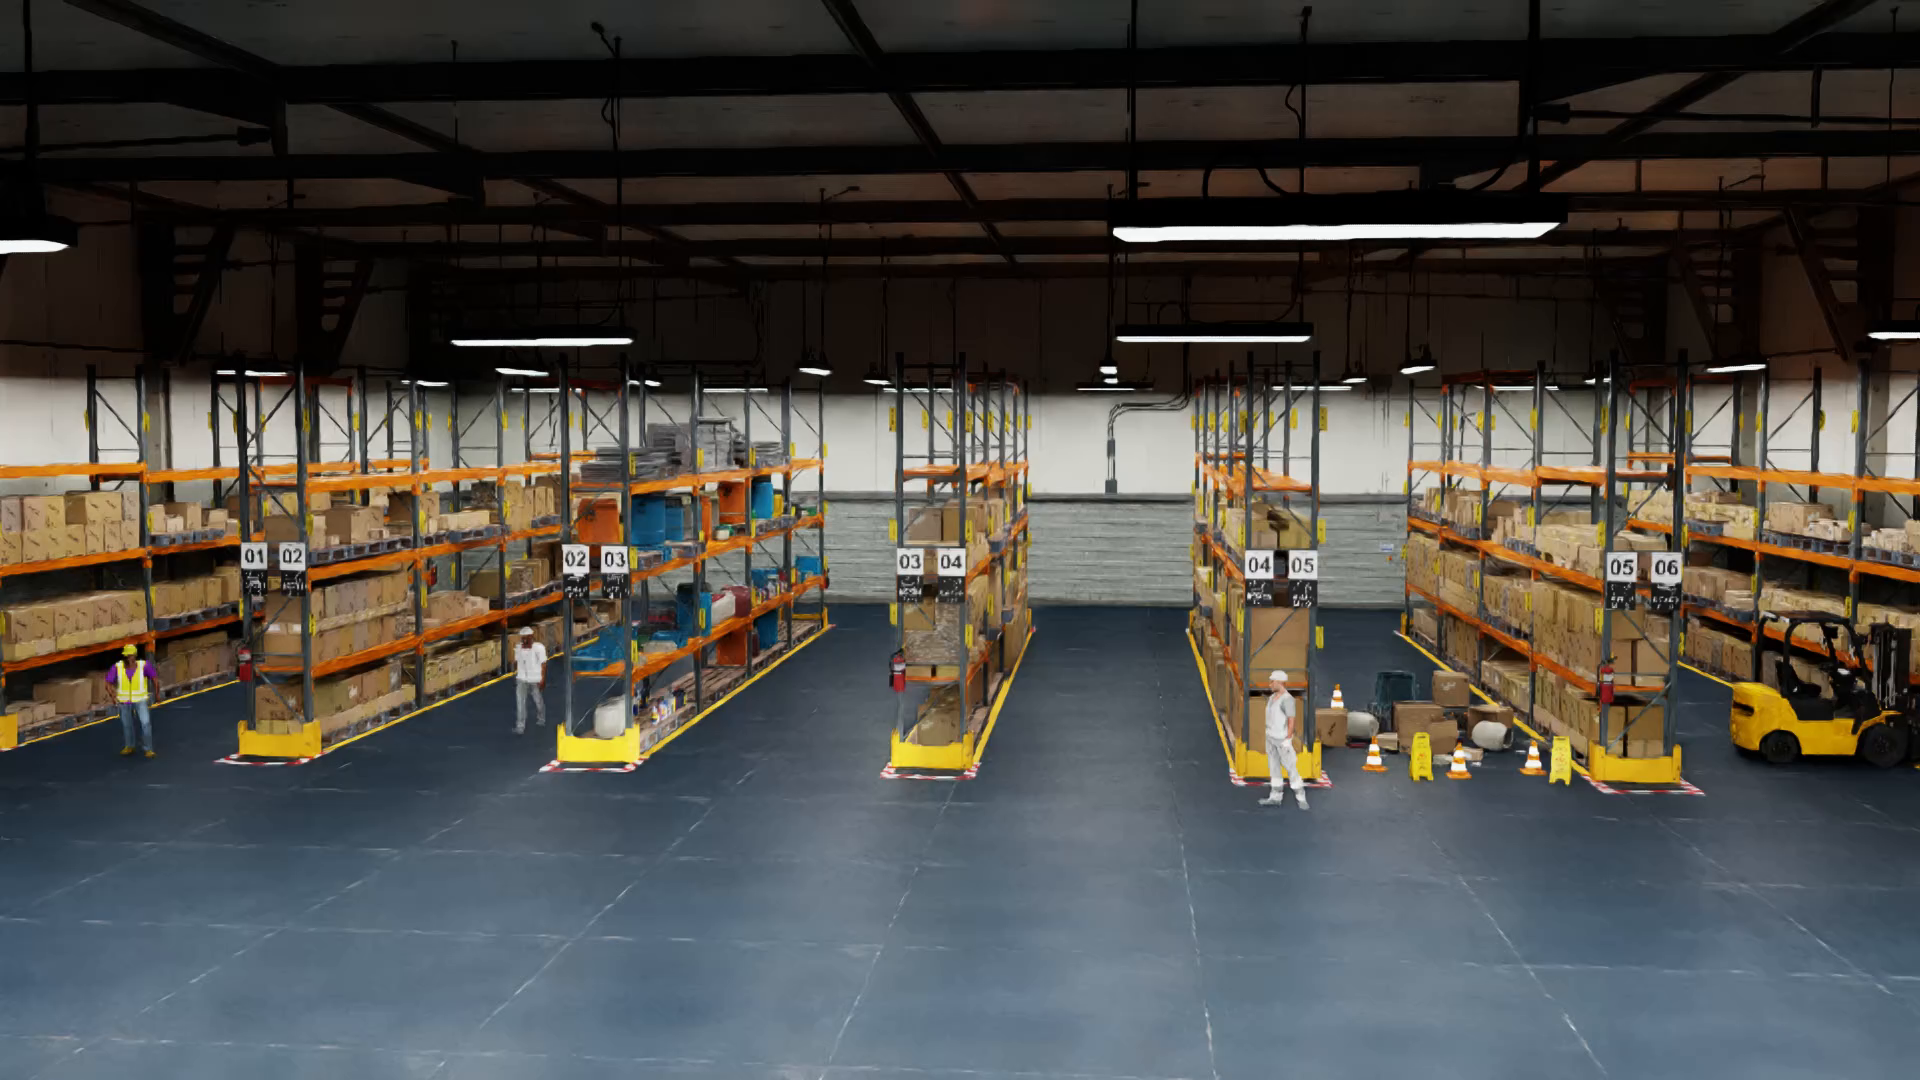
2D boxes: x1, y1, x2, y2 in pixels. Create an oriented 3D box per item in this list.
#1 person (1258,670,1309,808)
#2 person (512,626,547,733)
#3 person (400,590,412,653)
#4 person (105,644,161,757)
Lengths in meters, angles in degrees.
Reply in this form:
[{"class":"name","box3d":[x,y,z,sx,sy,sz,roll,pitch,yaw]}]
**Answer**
[{"class":"person","box3d":[4.224,2.585,21.596,0.477,1.788,0.736,-2,4,-23]},{"class":"person","box3d":[-6.948,2.237,26.889,0.589,1.716,1.043,0,4,5]},{"class":"person","box3d":[-11.094,1.801,33.139,0.545,1.667,0.572,3,5,35]},{"class":"person","box3d":[-12.336,2.379,24.812,0.706,1.698,0.792,-1,4,-15]}]
